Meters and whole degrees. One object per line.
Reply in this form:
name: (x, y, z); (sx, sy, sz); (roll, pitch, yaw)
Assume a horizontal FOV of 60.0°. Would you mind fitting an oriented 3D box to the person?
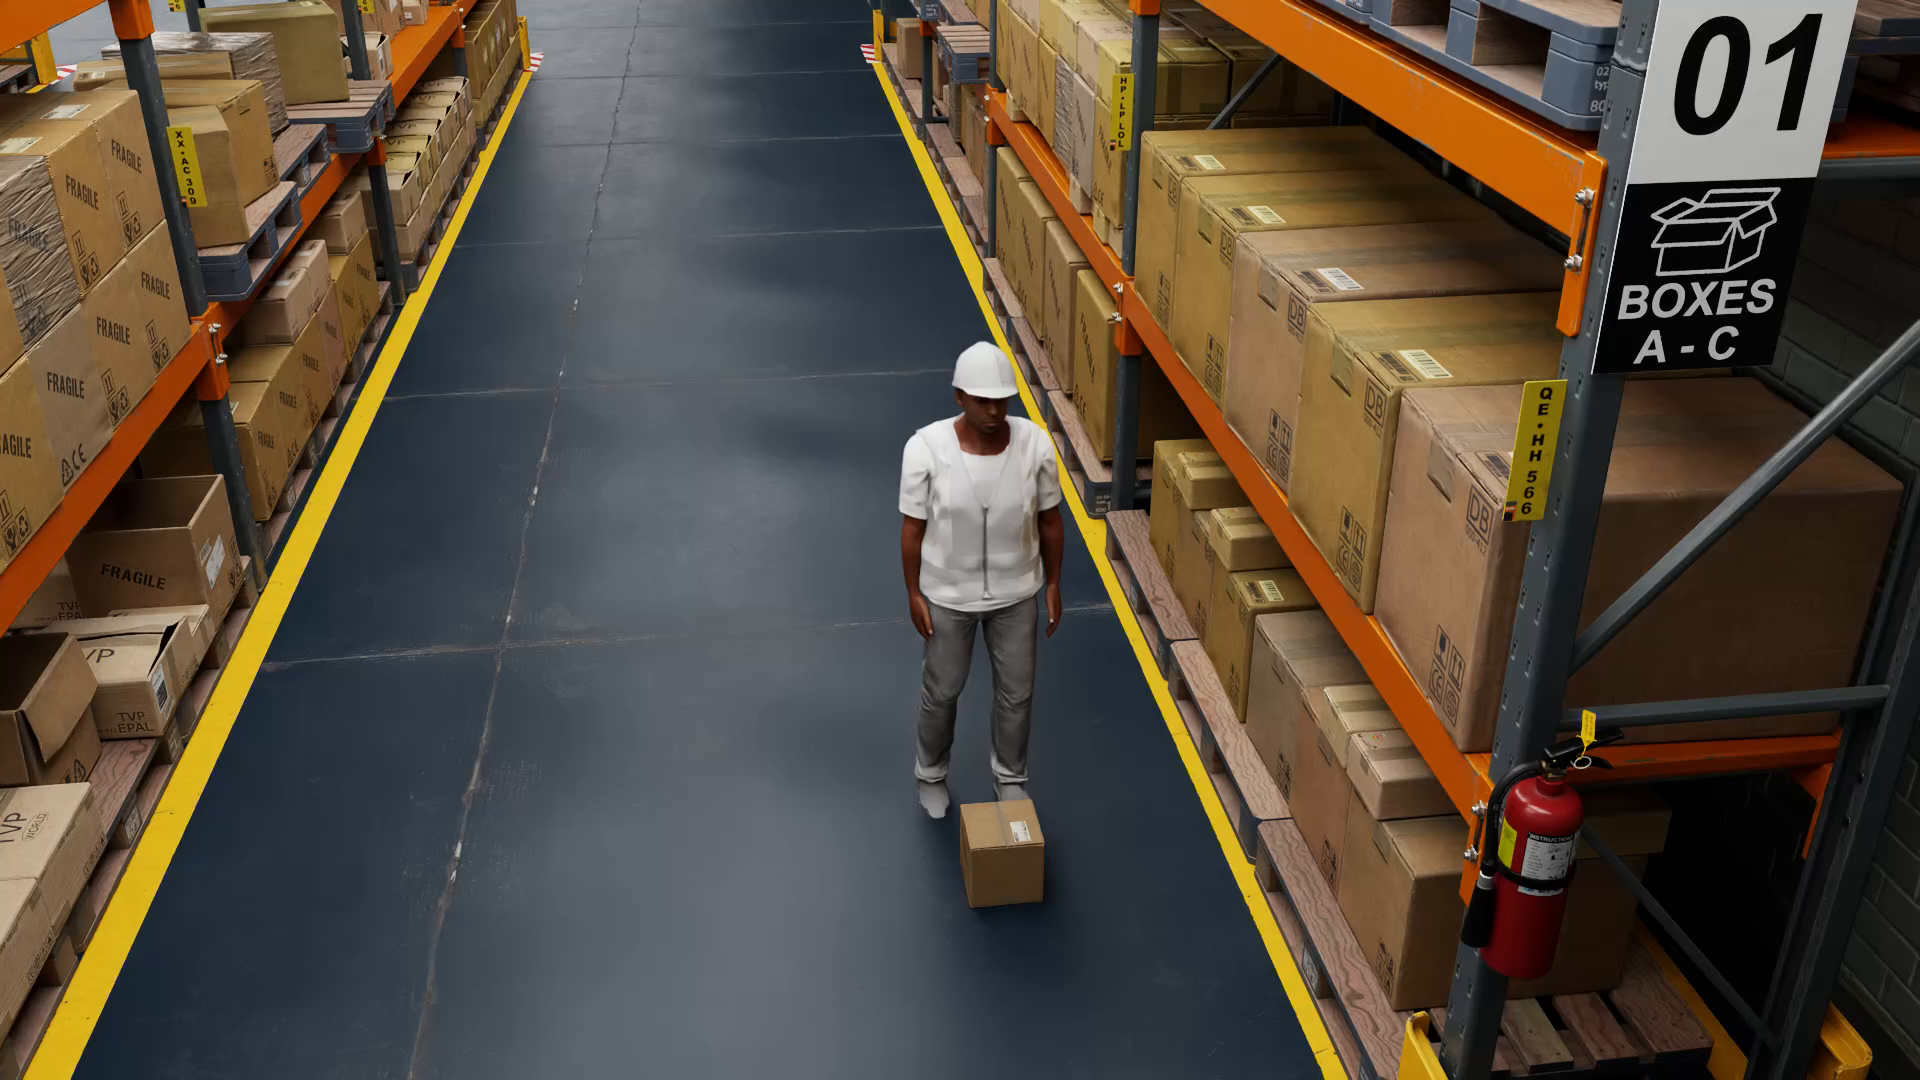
person: (0.084, 0.200, 5.752); (0.566, 1.809, 0.409); (-4, 27, -7)
